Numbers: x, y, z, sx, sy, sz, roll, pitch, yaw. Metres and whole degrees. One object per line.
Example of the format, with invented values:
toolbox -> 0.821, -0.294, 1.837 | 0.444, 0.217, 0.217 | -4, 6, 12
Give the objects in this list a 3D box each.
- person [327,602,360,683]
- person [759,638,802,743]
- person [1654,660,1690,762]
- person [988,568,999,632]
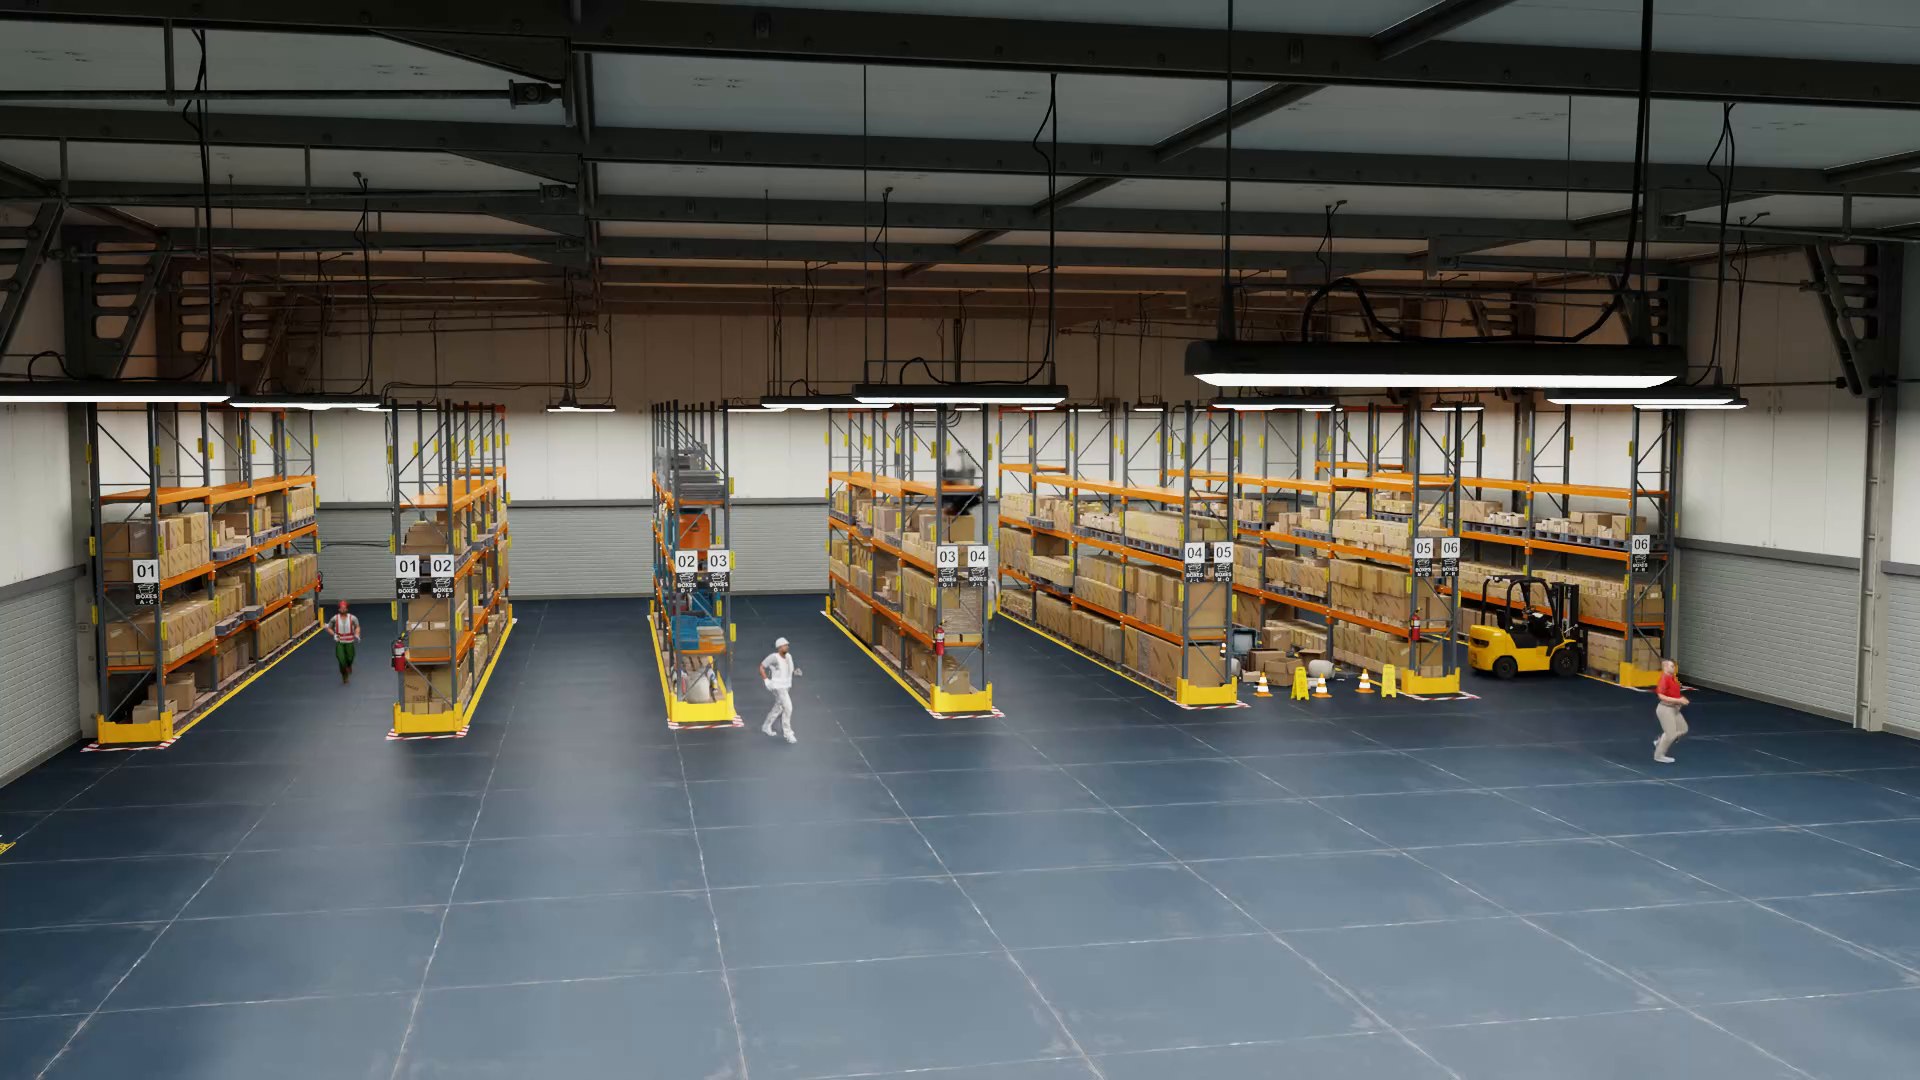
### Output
person -> -13.161, 2.182, 35.540 | 0.657, 1.742, 0.602 | -2, 5, -23
person -> -3.165, 2.629, 29.277 | 0.798, 1.832, 0.667 | 2, 5, 21
person -> 11.707, 2.818, 27.318 | 0.599, 1.674, 0.651 | 3, 5, 37
person -> 0.761, 1.579, 43.799 | 0.580, 1.703, 0.682 | 0, 4, -4
